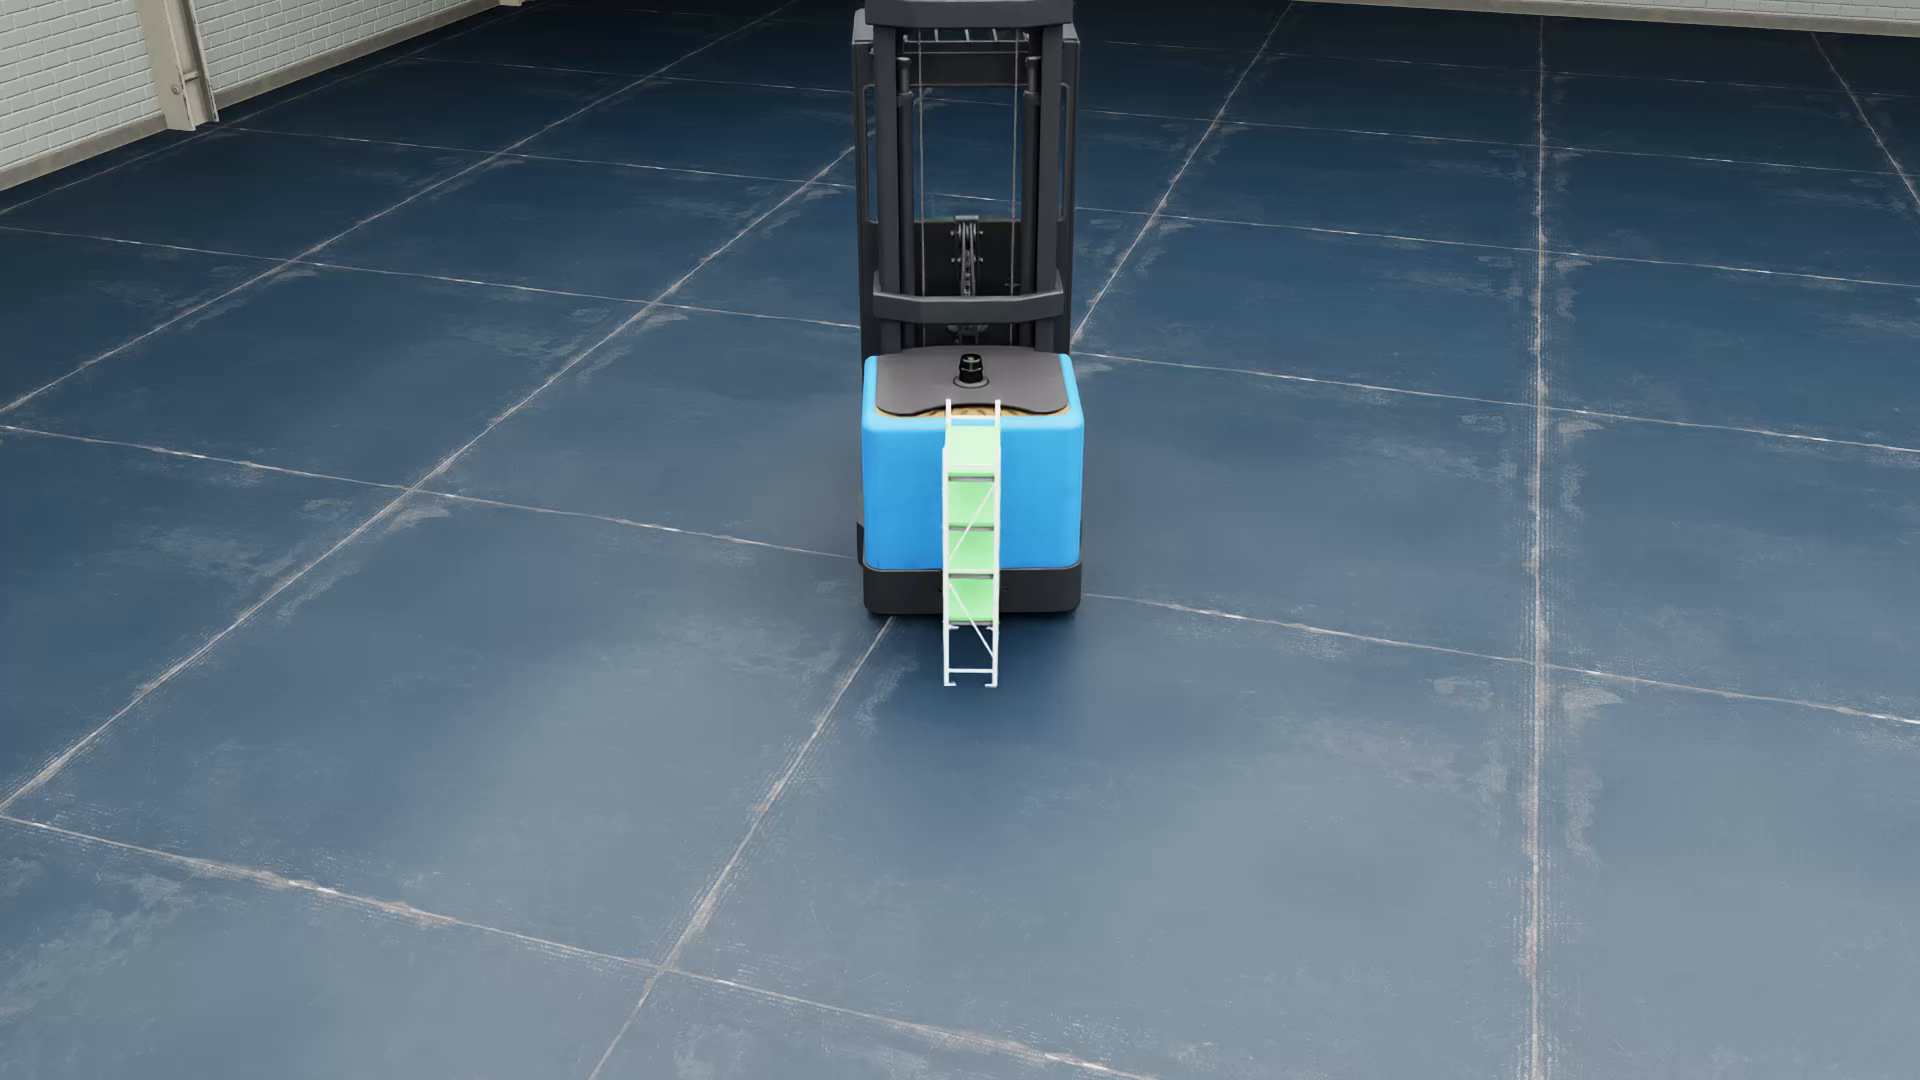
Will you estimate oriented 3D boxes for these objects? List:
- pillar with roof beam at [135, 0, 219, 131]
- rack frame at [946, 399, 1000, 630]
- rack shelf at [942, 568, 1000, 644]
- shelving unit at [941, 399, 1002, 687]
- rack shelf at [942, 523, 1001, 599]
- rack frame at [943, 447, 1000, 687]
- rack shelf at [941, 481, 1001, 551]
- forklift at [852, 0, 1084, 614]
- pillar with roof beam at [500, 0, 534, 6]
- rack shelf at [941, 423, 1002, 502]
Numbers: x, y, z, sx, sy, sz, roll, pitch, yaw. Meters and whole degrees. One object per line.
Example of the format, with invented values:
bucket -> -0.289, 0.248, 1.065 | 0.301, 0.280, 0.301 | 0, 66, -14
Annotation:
pillar with roof beam -> -3.218, -7.289, 12.597 | 9.100, 9.000, 0.400 | 8, 30, 15
rack frame -> 0.059, -0.098, 7.691 | 0.240, 1.200, 0.015 | 1, 29, 1
rack shelf -> 0.053, 0.286, 7.626 | 0.258, 0.148, 0.480 | 1, 29, 1
shelving unit -> 0.053, 0.021, 7.478 | 0.258, 1.200, 0.503 | 1, 29, 1
rack shelf -> 0.053, 0.076, 7.509 | 0.258, 0.148, 0.480 | 1, 29, 1
rack frame -> 0.048, 0.140, 7.265 | 0.240, 1.200, 0.015 | 1, 29, 1
rack shelf -> 0.053, -0.133, 7.392 | 0.258, 0.148, 0.480 | 1, 29, 1
forklift -> 0.020, -1.603, 8.617 | 1.130, 2.935, 3.031 | -1, 29, -1
pillar with roof beam -> -1.457, -10.078, 17.609 | 9.100, 9.000, 0.400 | 8, 30, 15
rack shelf -> 0.053, -0.343, 7.275 | 0.258, 0.148, 0.480 | 1, 29, 1
